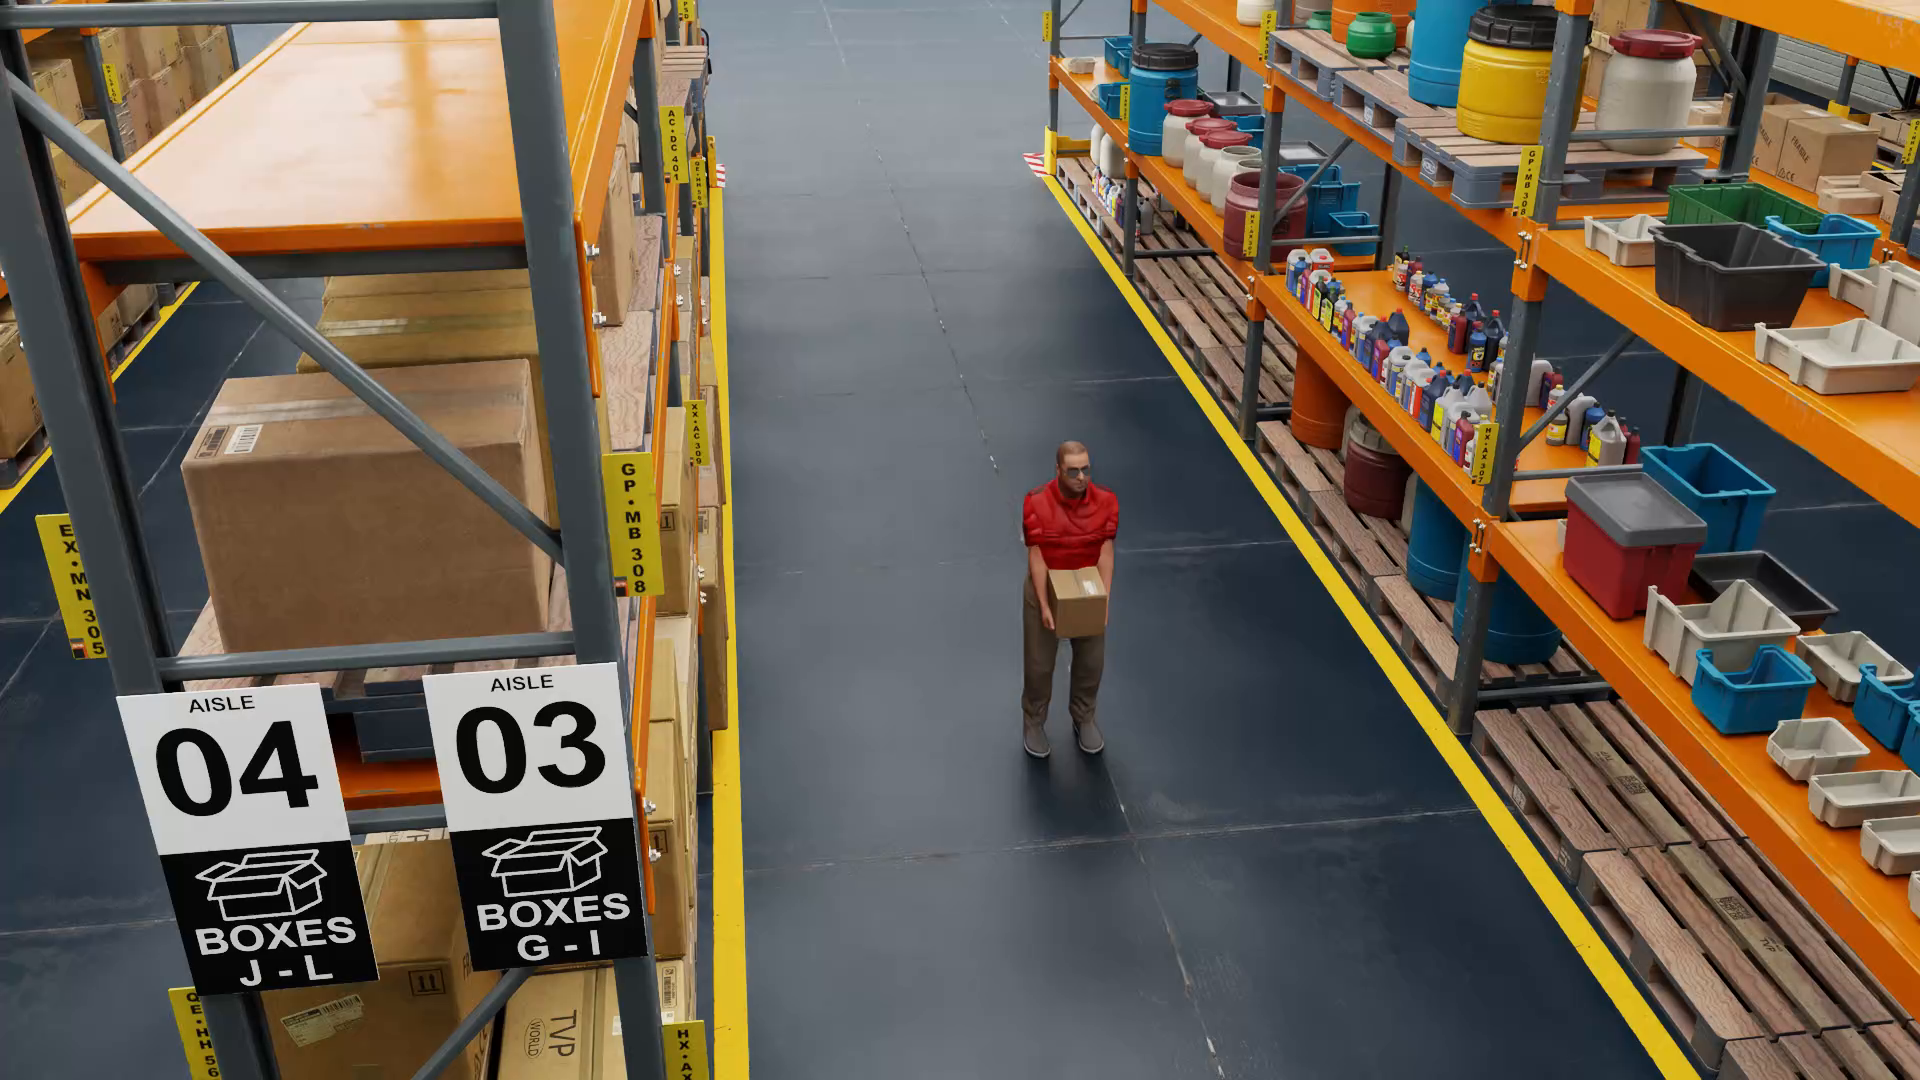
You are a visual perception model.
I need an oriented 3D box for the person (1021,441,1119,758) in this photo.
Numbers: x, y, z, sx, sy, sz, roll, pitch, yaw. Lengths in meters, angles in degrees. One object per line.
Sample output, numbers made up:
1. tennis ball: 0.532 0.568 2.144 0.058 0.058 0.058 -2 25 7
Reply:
1. person: 0.567 0.331 8.481 0.490 1.726 0.548 -4 27 -8
